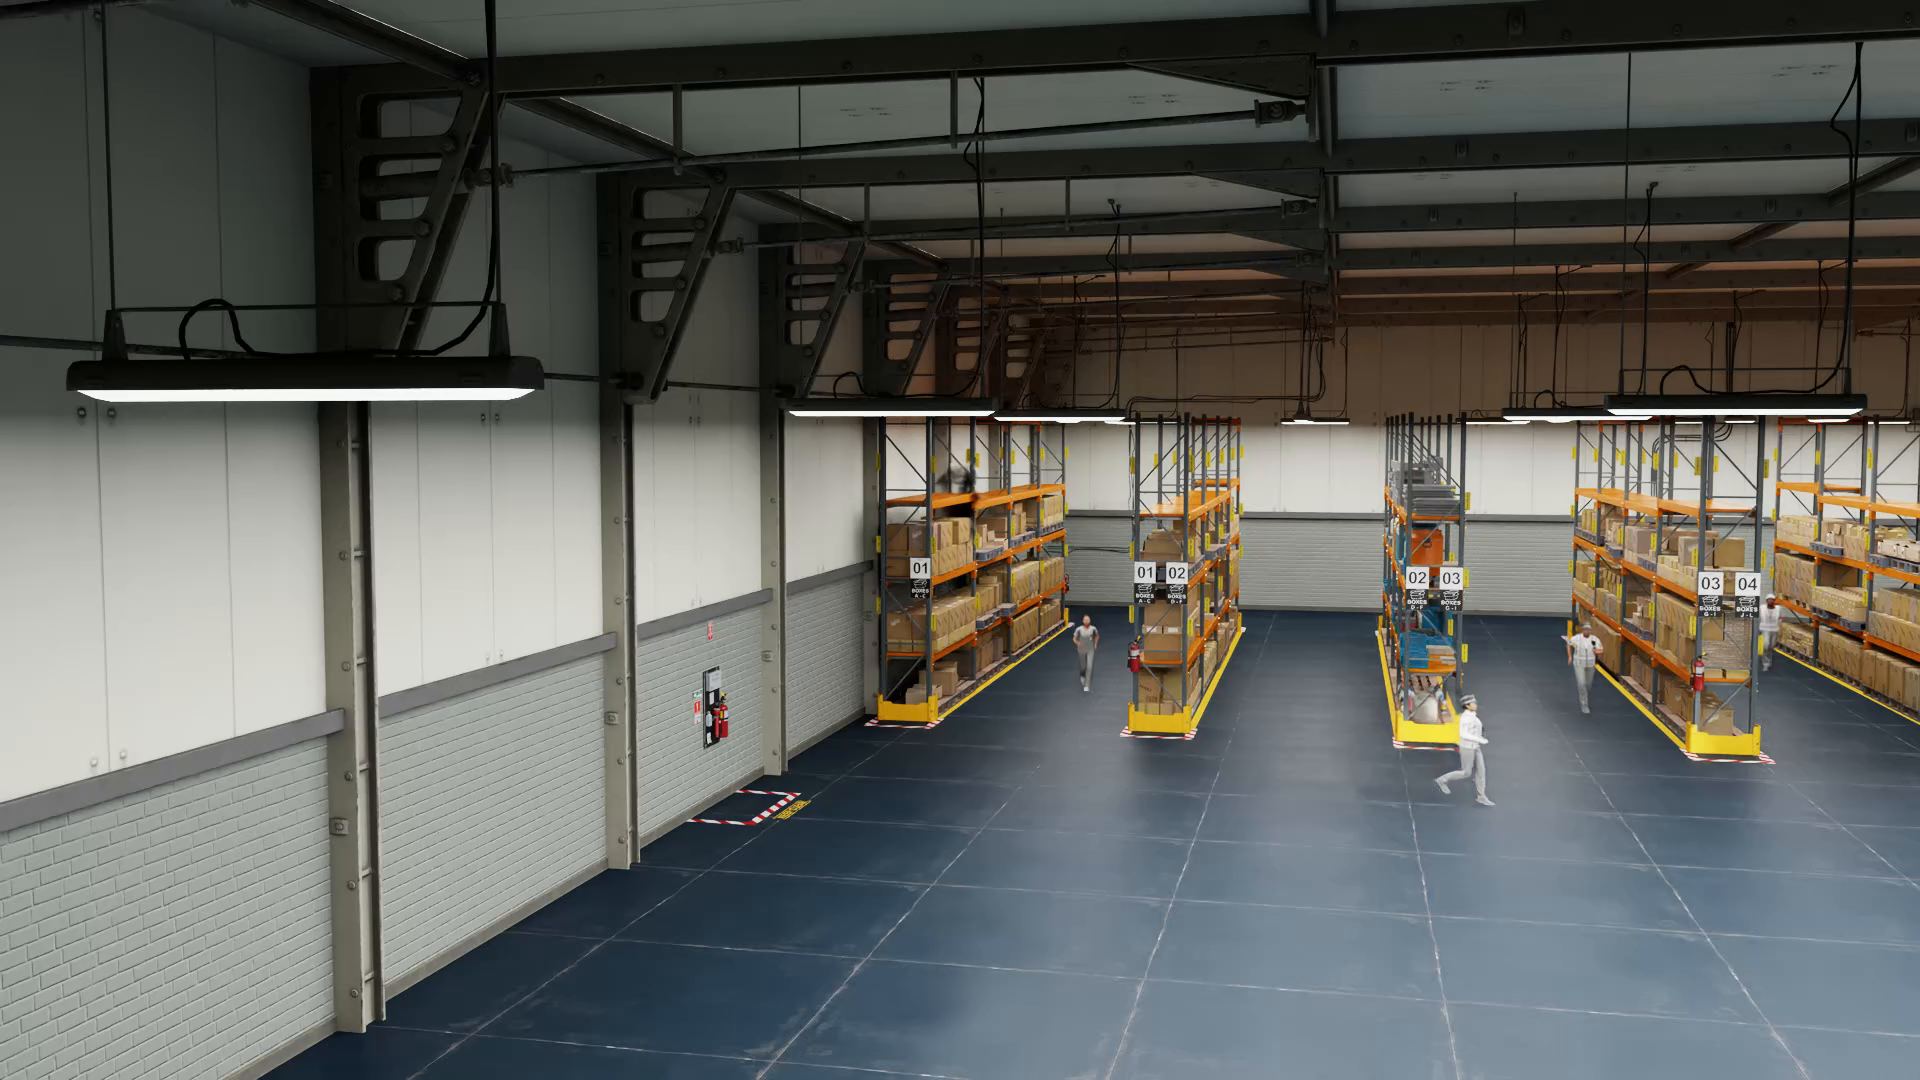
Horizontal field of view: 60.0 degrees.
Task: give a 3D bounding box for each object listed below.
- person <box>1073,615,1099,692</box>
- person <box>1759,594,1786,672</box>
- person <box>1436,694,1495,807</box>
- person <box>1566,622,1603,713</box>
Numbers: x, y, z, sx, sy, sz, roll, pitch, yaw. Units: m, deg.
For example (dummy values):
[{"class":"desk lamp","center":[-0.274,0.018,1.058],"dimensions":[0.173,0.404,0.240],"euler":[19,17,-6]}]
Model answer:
[{"class":"person","center":[2.751,2.443,36.265],"dimensions":[0.570,1.650,0.924],"euler":[0,4,2]},{"class":"person","center":[19.138,2.186,39.279],"dimensions":[0.661,1.843,0.796],"euler":[1,4,13]},{"class":"person","center":[7.716,3.175,25.304],"dimensions":[0.882,1.700,0.617],"euler":[3,5,33]},{"class":"person","center":[12.651,2.536,33.653],"dimensions":[0.652,1.791,0.969],"euler":[0,4,6]}]
